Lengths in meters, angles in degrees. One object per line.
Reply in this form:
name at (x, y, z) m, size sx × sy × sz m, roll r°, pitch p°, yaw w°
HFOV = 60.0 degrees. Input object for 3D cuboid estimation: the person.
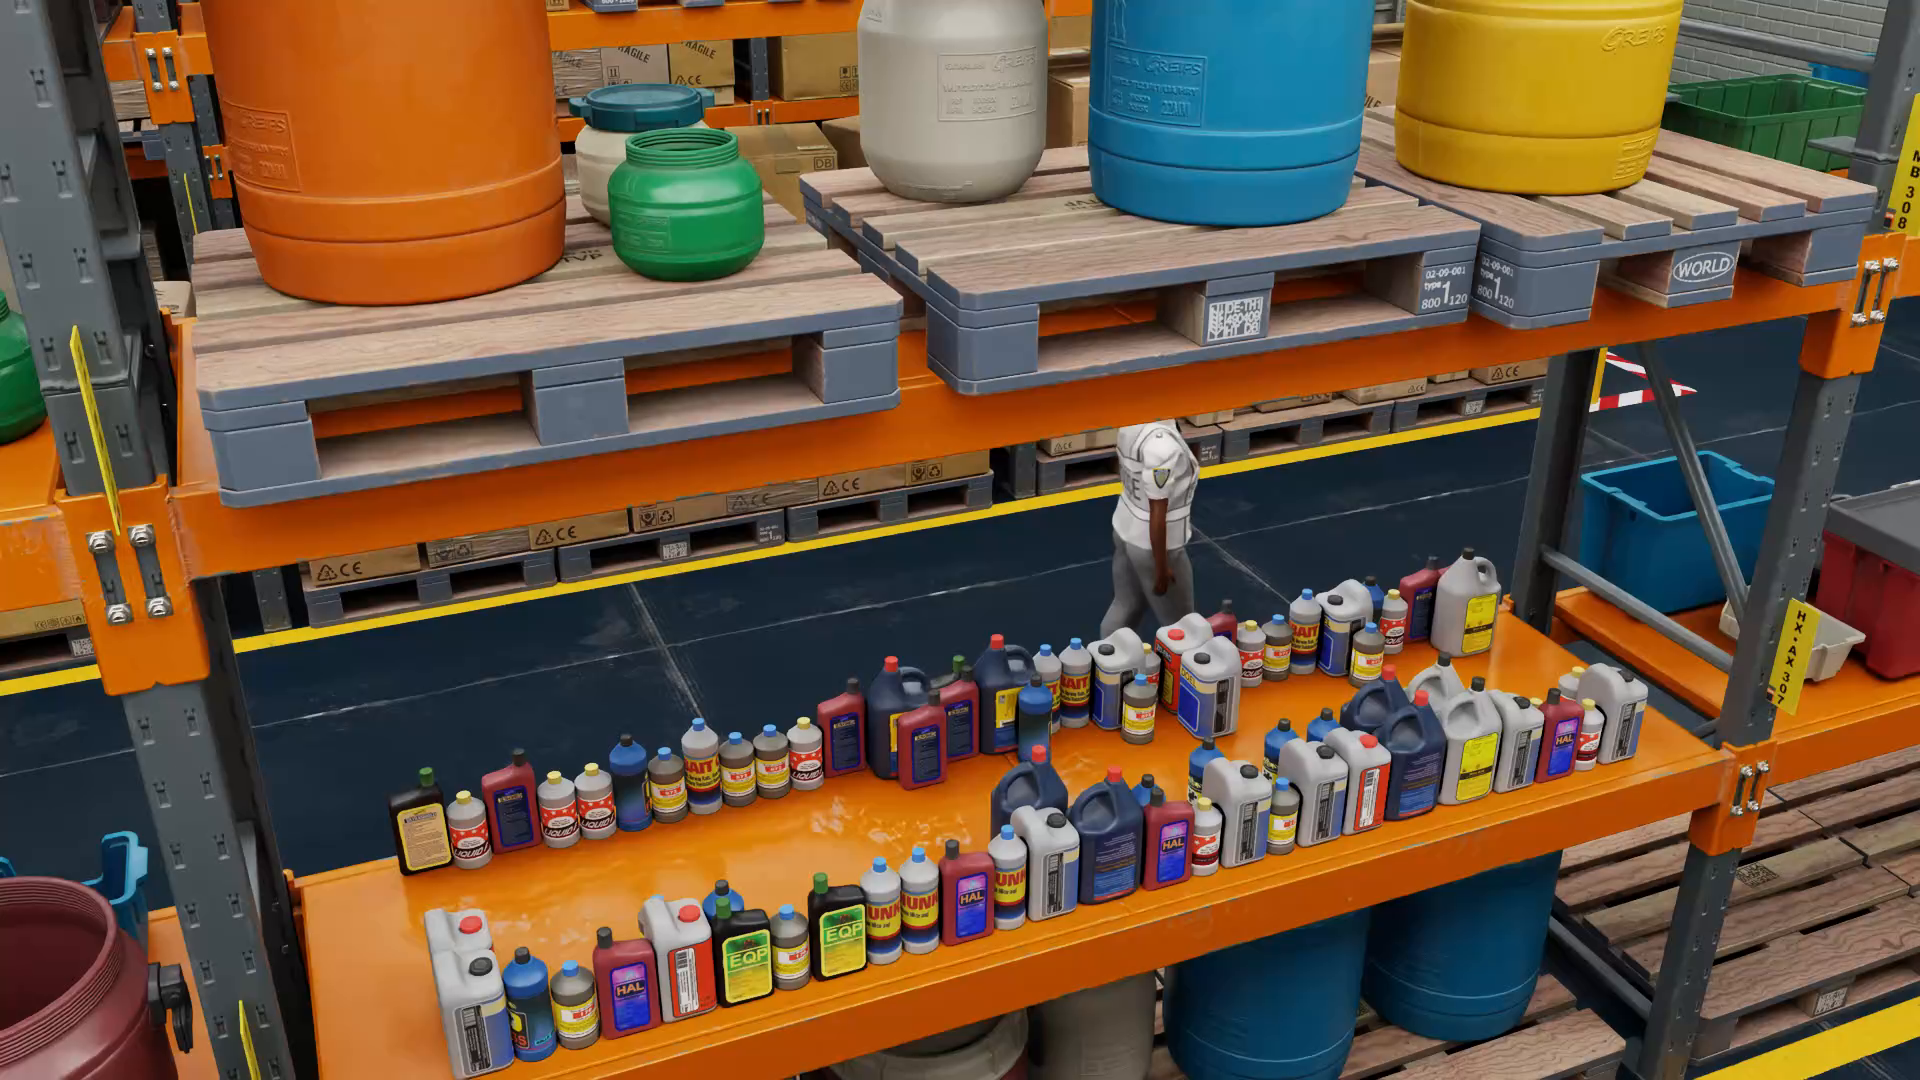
person at (0.903, 0.001, 7.102) m, size 0.571 × 1.668 × 0.459 m, roll -5°, pitch 27°, yaw -10°
